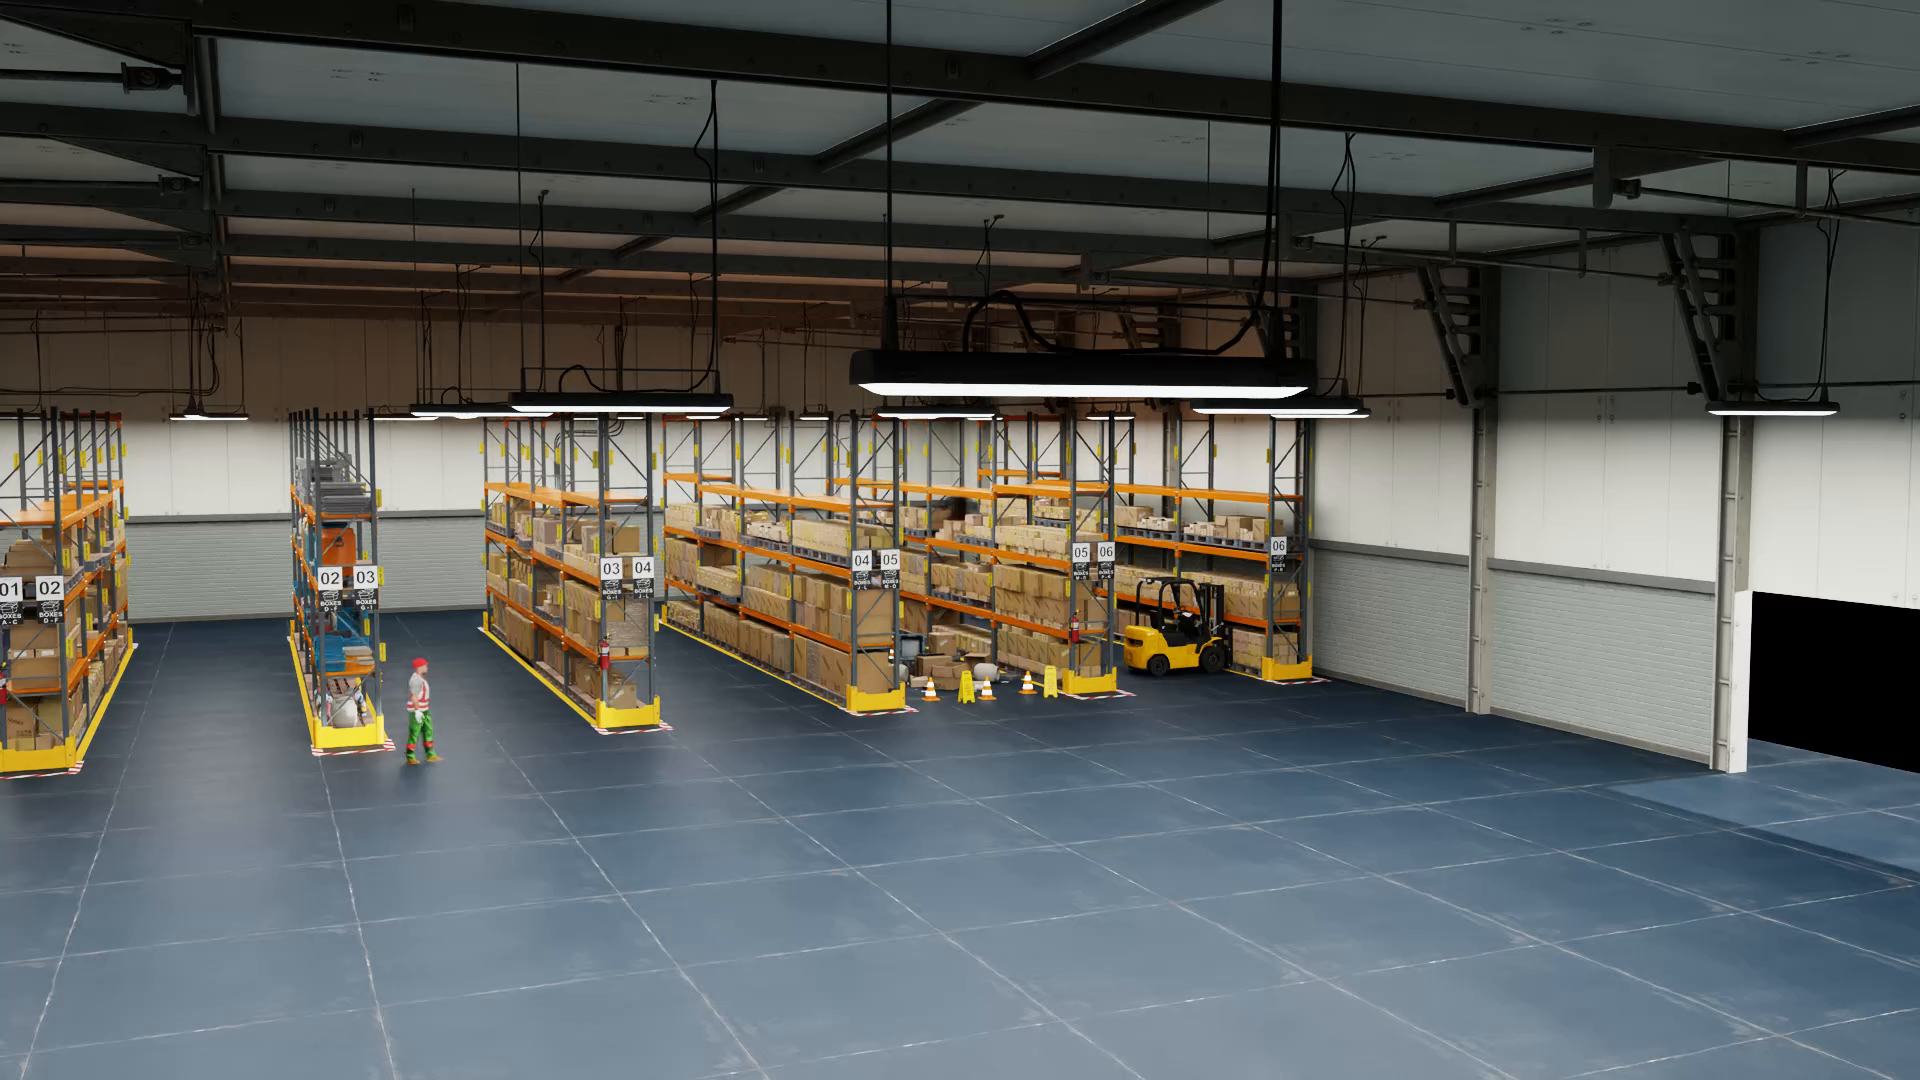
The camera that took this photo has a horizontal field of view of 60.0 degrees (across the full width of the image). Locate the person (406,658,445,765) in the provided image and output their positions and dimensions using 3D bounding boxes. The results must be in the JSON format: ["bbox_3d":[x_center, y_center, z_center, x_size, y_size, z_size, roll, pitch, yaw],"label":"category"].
[{"bbox_3d":[-9.030,2.877,27.952,0.583,1.789,0.617,0,4,2],"label":"person"}]

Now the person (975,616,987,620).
[{"bbox_3d":[0.596,1.482,48.691,0.394,1.668,0.522,-3,5,-39],"label":"person"}]

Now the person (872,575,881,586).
[{"bbox_3d":[-2.239,1.586,43.169,0.407,1.681,0.520,-4,5,-43],"label":"person"}]
